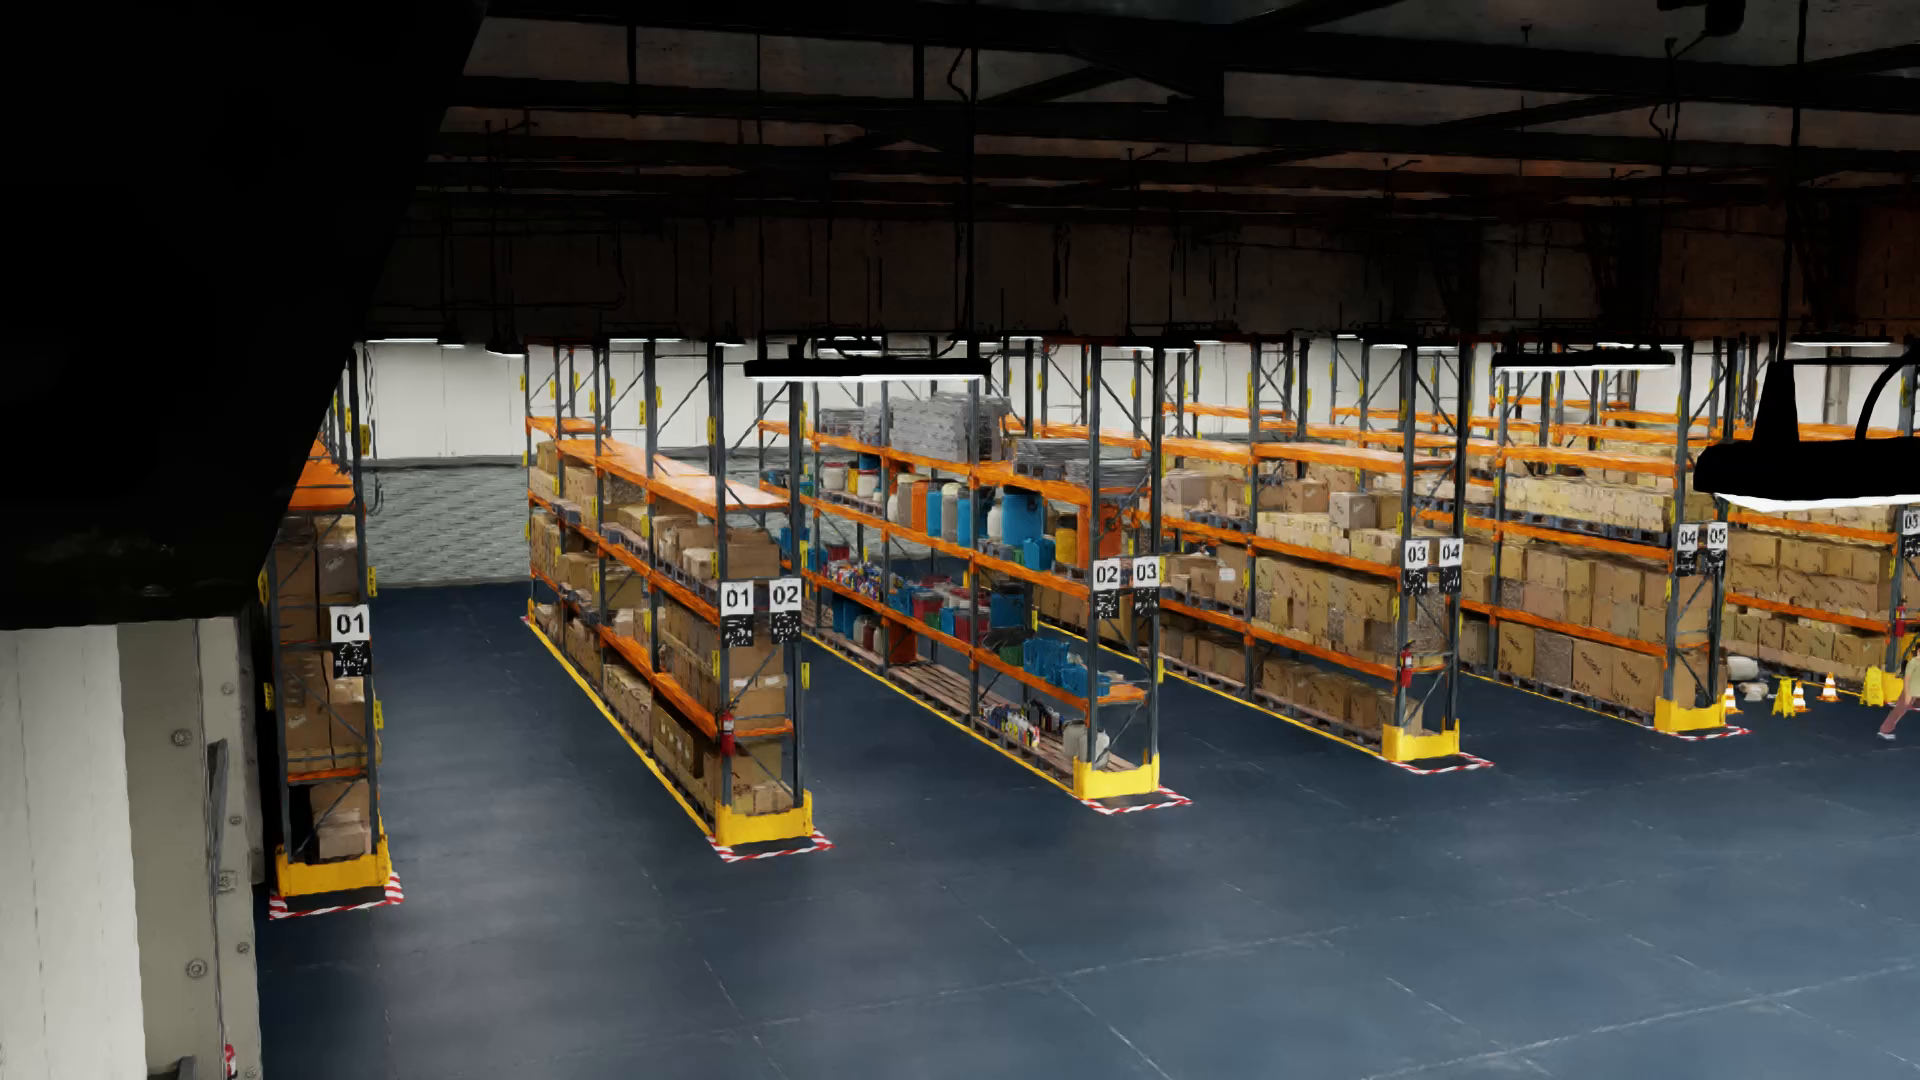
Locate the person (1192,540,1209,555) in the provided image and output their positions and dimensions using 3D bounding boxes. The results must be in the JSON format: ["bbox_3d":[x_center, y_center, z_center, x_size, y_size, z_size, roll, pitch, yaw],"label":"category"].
[{"bbox_3d":[5.146,0.786,35.702,0.636,1.621,0.802,-2,8,-17],"label":"person"}]

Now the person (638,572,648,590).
[{"bbox_3d":[-7.415,0.356,38.856,0.591,1.650,0.546,5,9,31],"label":"person"}]

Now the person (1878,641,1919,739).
[{"bbox_3d":[14.163,2.262,24.624,0.448,1.590,1.110,-3,8,-20],"label":"person"}]
